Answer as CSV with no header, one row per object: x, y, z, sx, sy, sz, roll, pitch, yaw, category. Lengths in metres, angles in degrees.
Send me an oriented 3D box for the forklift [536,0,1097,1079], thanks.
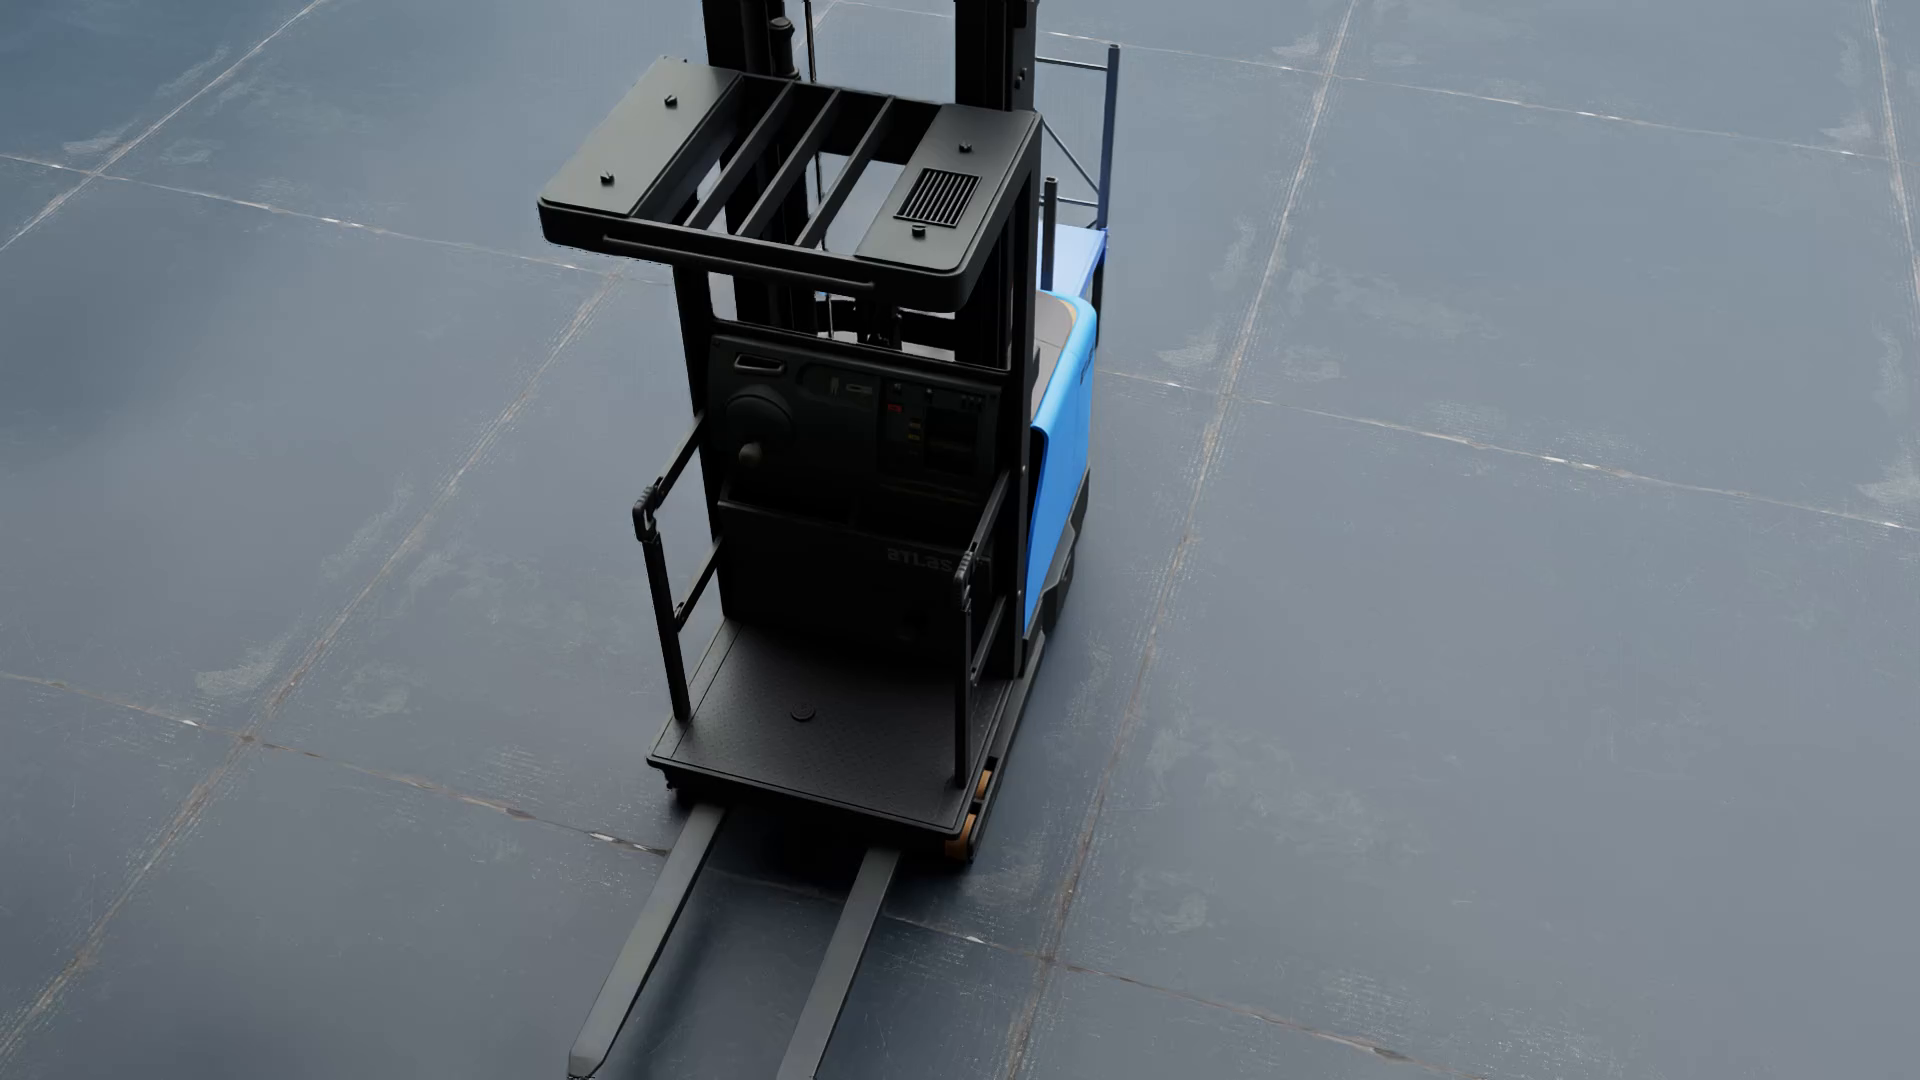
-0.391,-0.280,4.941,1.130,2.935,3.031,12,46,12,forklift

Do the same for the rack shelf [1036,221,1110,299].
0.251,-1.005,6.962,0.538,0.185,1.000,12,46,12,rack shelf

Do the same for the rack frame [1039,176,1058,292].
0.106,-0.793,6.488,0.500,1.500,0.032,12,46,12,rack frame

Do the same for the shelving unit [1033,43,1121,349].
0.251,-1.133,6.836,0.538,1.500,1.048,12,46,12,shelving unit

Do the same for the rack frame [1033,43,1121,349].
0.397,-1.474,7.184,0.500,1.500,0.032,12,46,12,rack frame
